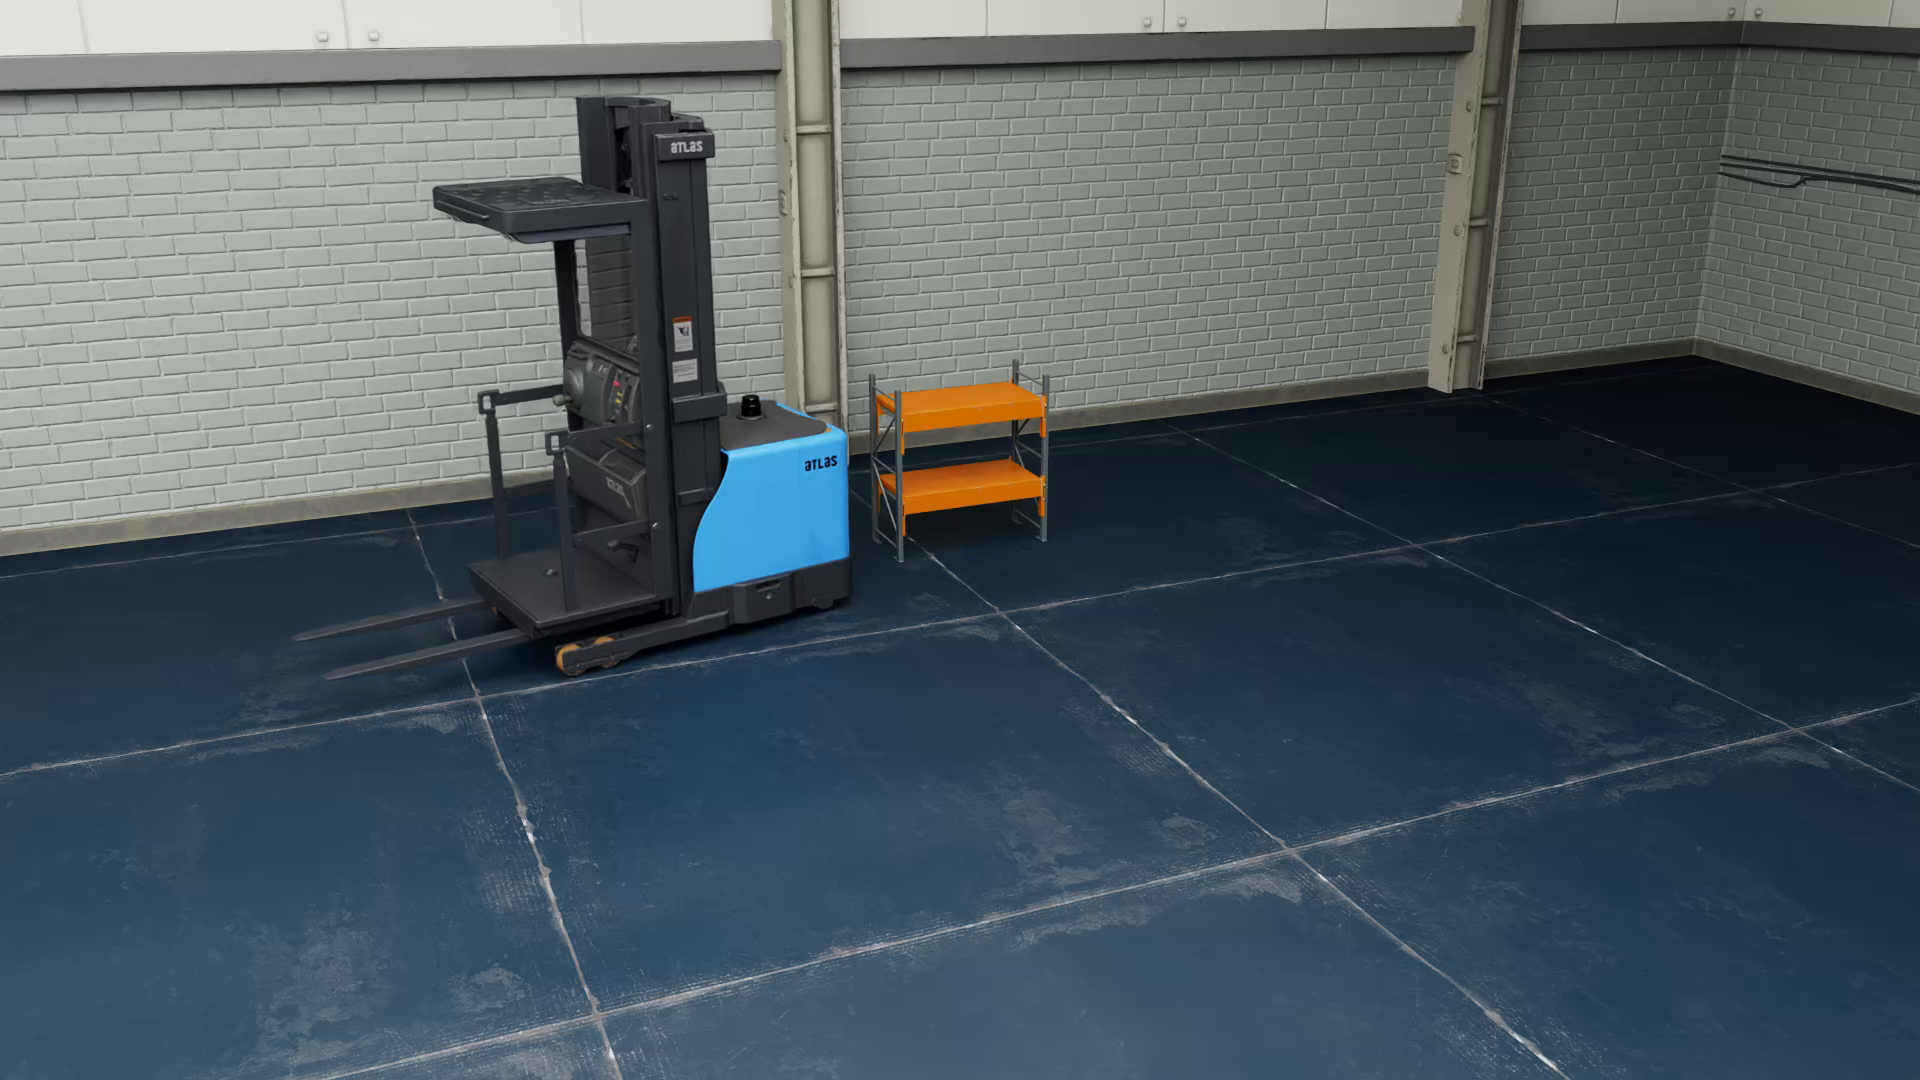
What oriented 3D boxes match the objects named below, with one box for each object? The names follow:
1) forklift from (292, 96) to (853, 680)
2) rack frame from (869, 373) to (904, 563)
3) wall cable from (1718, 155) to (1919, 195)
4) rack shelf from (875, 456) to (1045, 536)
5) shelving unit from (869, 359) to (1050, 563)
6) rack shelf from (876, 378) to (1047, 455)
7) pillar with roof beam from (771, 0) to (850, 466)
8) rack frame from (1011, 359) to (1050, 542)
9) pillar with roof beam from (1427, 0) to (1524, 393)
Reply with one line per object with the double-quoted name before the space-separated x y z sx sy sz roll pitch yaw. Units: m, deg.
"forklift" -2.137 -0.850 9.022 3.031 2.935 1.130 -13 23 -33
"rack frame" -0.473 -0.463 10.643 0.032 1.125 0.500 -8 21 -22
"wall cable" 7.661 -4.136 13.895 0.112 2.526 3.097 -8 21 -22
"rack shelf" -0.006 -0.299 10.914 1.000 0.278 0.538 -8 21 -22
"shelving unit" -0.006 -0.530 10.833 1.048 1.125 0.538 -8 21 -22
"rack shelf" -0.006 -0.806 10.735 1.000 0.278 0.538 -8 21 -22
"pillar with roof beam" 0.628 -3.514 7.453 0.400 9.000 9.100 -8 21 -22
"rack frame" 0.461 -0.597 11.023 0.032 1.125 0.500 -8 21 -22
"pillar with roof beam" 6.137 -4.304 9.695 0.400 9.000 9.100 -8 21 -22
